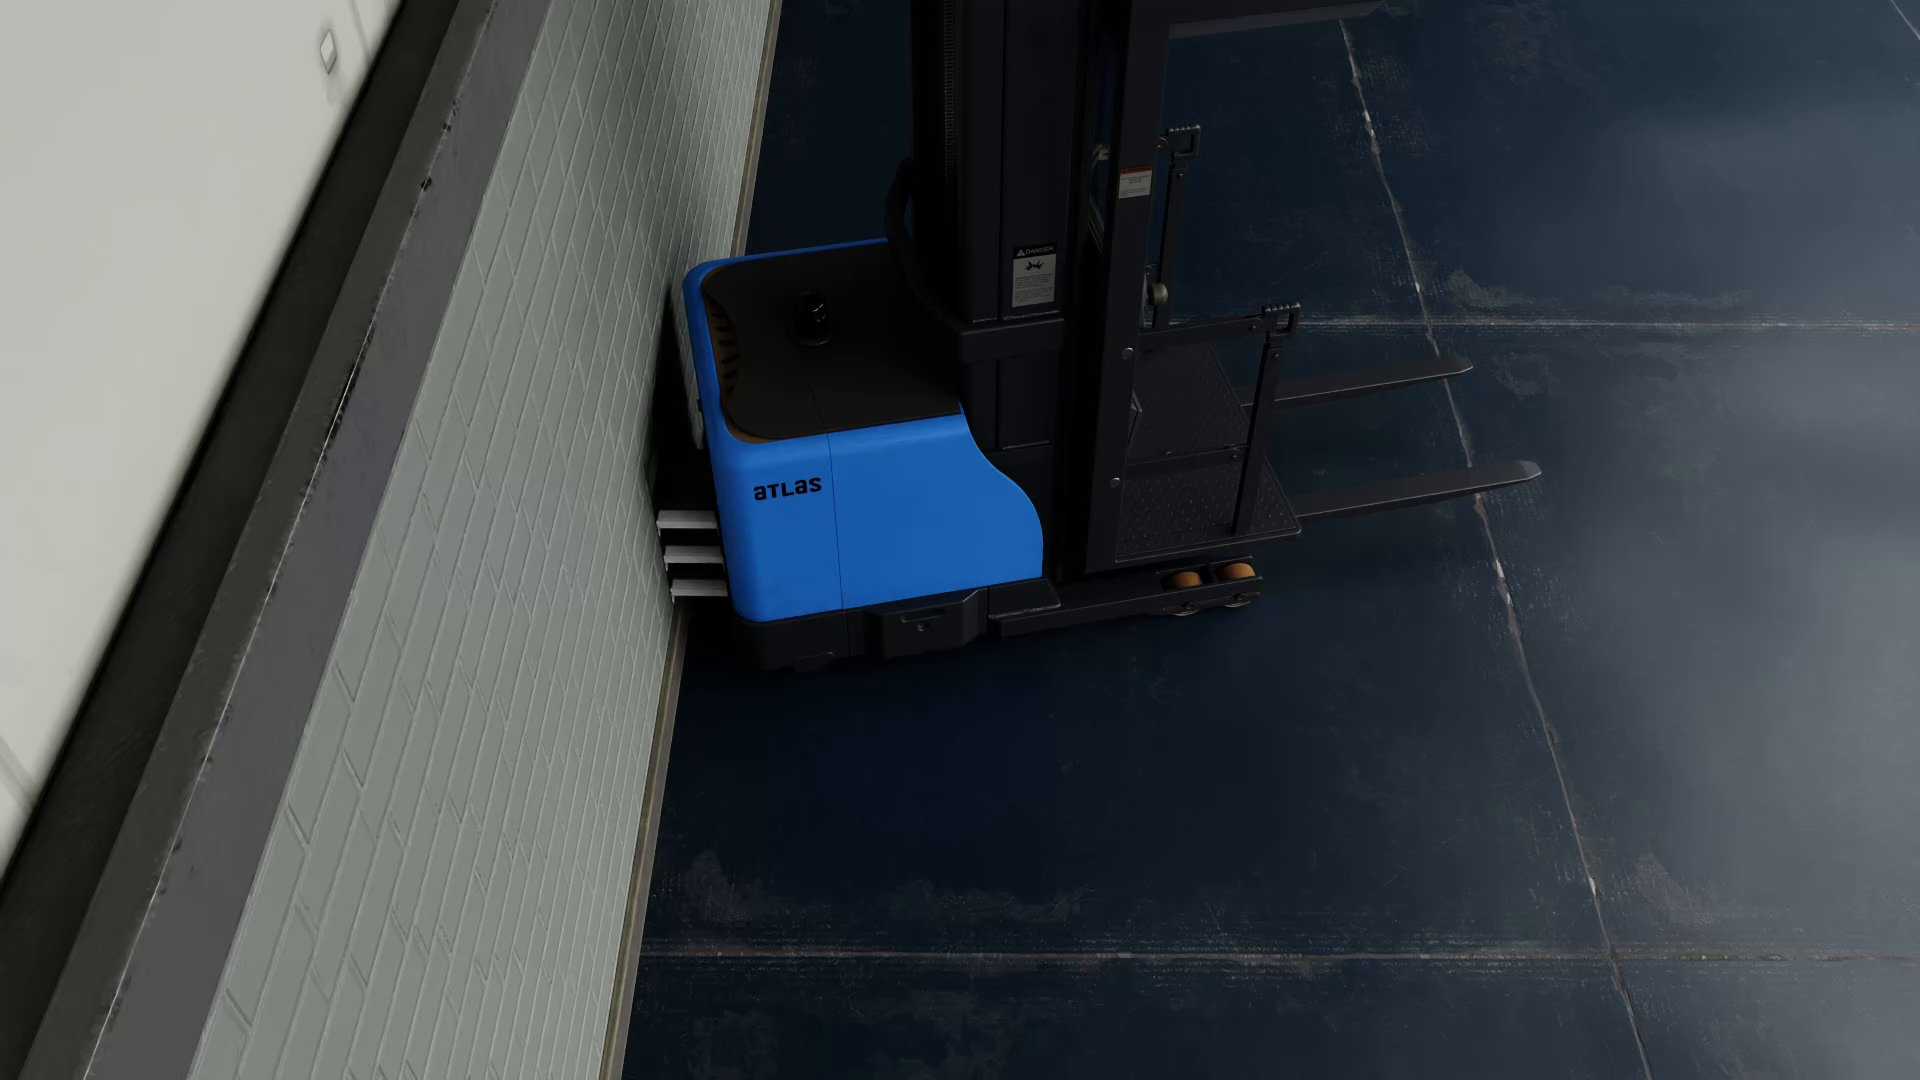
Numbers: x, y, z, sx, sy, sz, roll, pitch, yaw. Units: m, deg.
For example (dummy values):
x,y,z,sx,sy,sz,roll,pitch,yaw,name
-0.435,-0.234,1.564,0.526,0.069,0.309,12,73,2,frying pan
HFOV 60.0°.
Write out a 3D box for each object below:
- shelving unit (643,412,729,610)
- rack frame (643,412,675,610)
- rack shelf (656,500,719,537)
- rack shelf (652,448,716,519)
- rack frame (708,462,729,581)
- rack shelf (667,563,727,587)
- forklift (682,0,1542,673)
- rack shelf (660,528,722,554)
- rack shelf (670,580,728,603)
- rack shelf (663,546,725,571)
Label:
x,y,z,sx,sy,sz,roll,pitch,yaw,name
-0.897,-0.035,5.668,0.210,0.900,0.258,0,50,0,shelving unit
-0.999,-0.036,5.668,0.006,0.900,0.240,0,50,0,rack frame
-0.896,-0.130,5.555,0.200,0.077,0.258,0,50,0,rack shelf
-0.896,-0.187,5.486,0.200,0.077,0.258,0,50,0,rack shelf
-0.795,-0.035,5.668,0.006,0.900,0.240,0,50,0,rack frame
-0.898,0.044,5.762,0.200,0.077,0.258,0,50,0,rack shelf
0.614,-1.097,5.268,3.031,2.935,1.130,-9,48,-8,forklift
-0.897,-0.072,5.624,0.200,0.077,0.258,0,50,0,rack shelf
-0.898,0.102,5.831,0.200,0.077,0.258,0,50,0,rack shelf
-0.897,-0.014,5.693,0.200,0.077,0.258,0,50,0,rack shelf
